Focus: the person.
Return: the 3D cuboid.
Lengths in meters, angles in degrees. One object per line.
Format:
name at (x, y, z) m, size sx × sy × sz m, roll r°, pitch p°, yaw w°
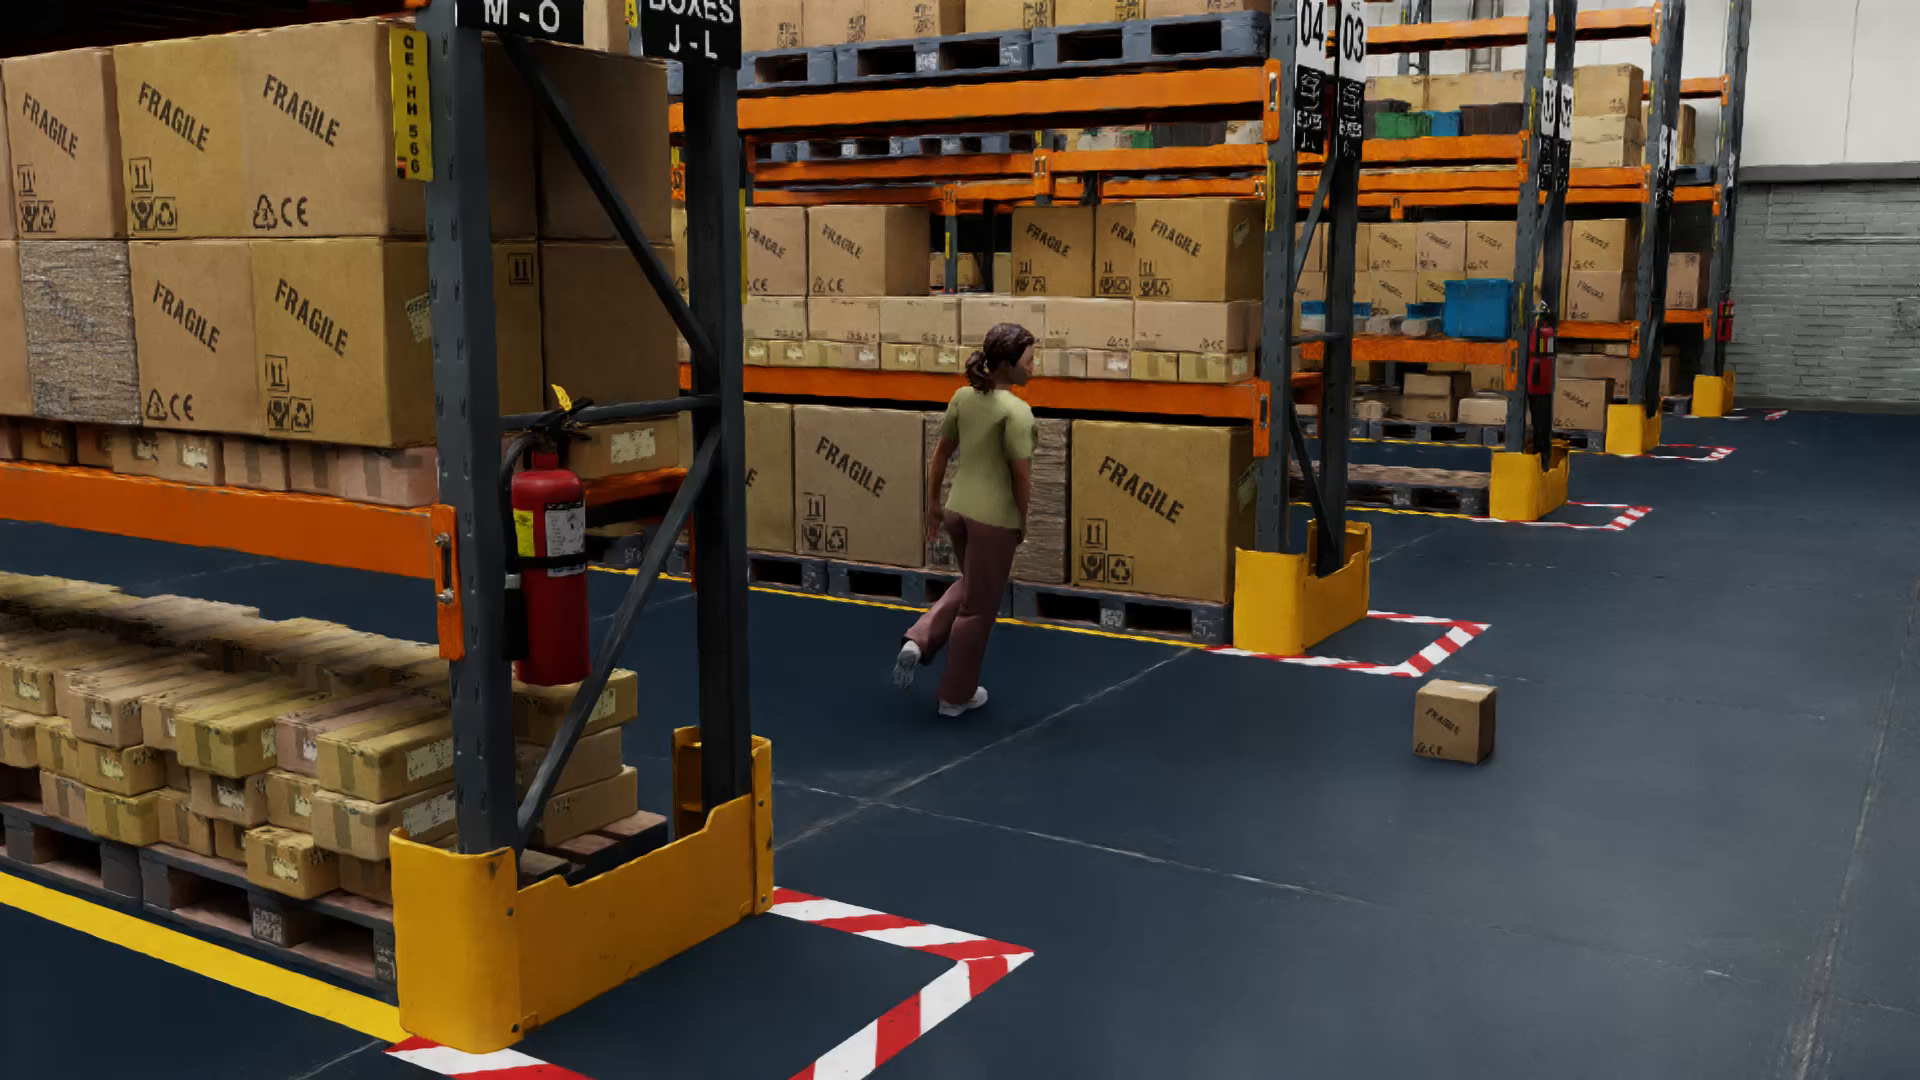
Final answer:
person at (0.052, -0.063, 6.825) m, size 0.501 × 1.626 × 0.658 m, roll -8°, pitch 13°, yaw -41°
